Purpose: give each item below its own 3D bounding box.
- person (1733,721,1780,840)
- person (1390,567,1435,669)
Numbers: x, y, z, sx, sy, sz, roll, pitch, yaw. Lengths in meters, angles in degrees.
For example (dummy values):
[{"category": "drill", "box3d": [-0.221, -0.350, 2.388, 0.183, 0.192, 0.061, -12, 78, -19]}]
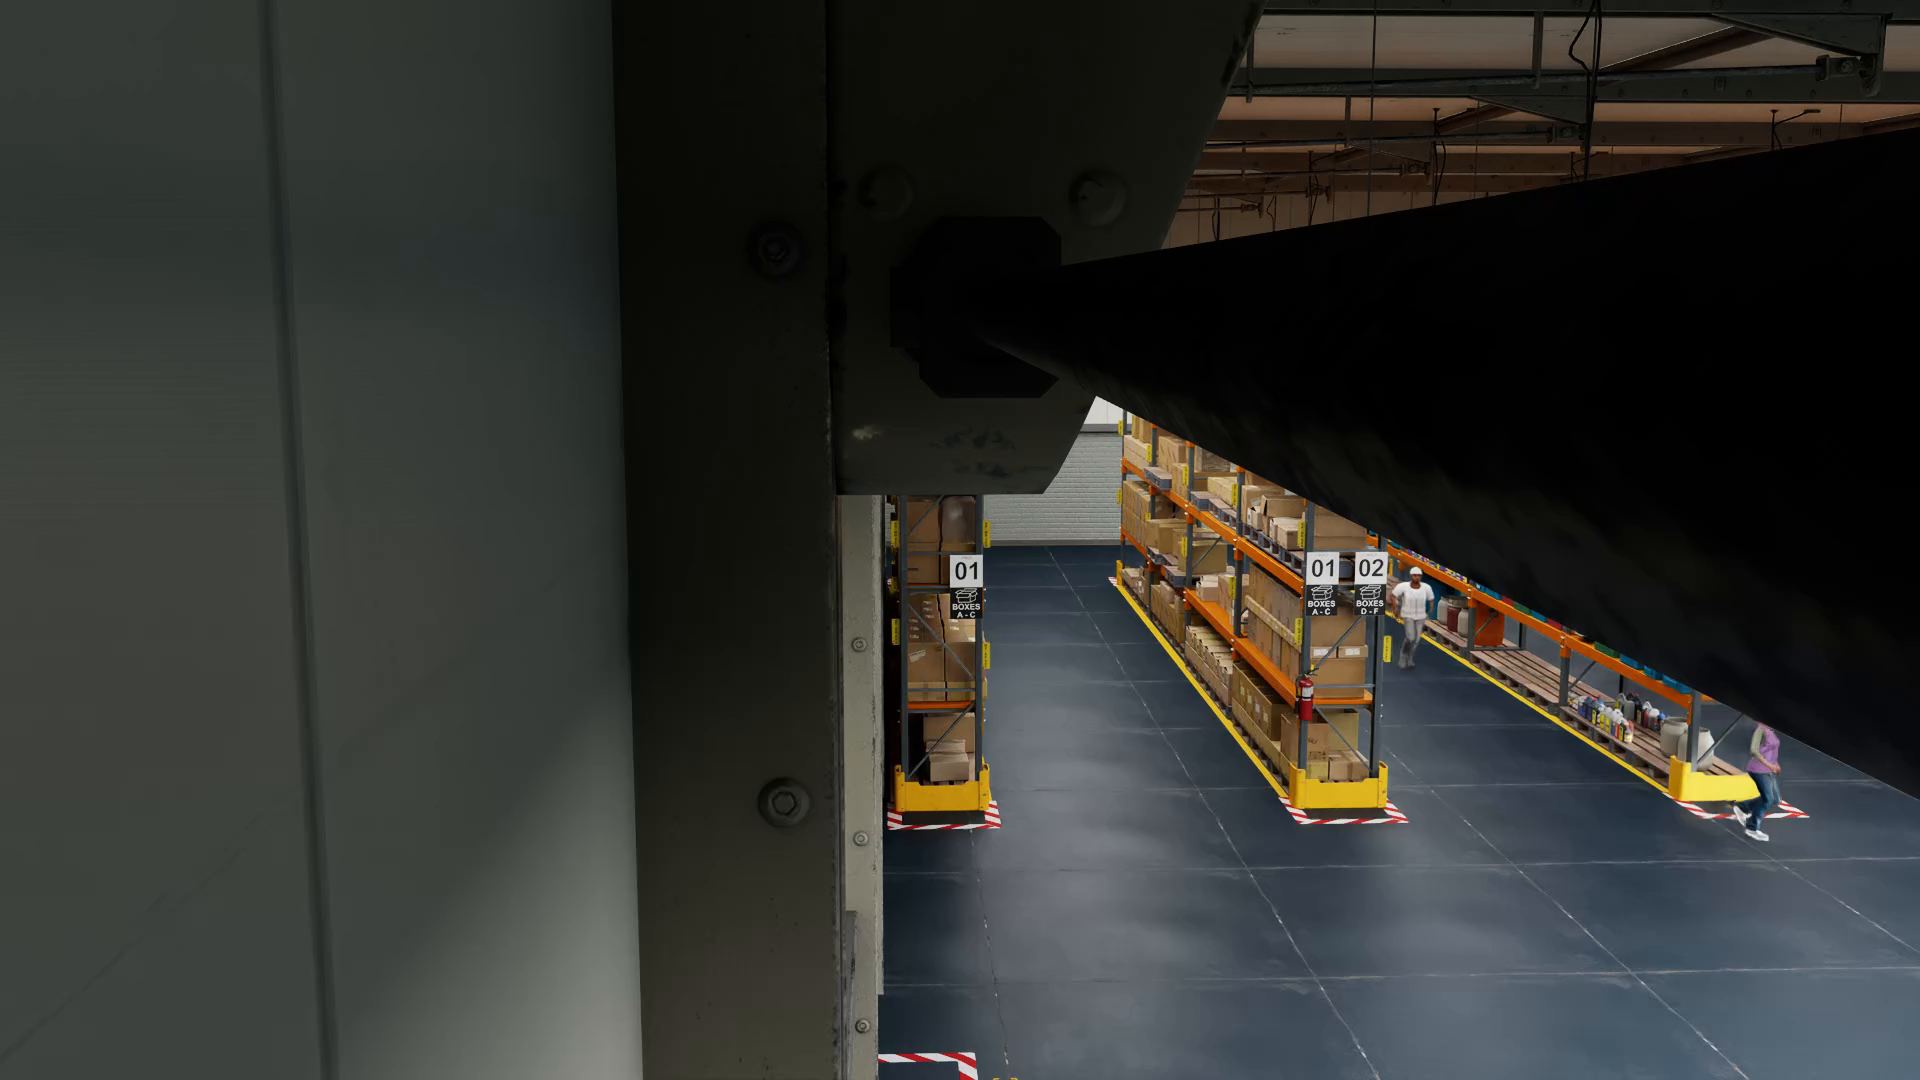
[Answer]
[{"category": "person", "box3d": [9.391, 2.712, 19.519, 0.512, 1.564, 0.602, 7, 11, 40]}, {"category": "person", "box3d": [7.692, 1.326, 28.133, 0.697, 1.753, 0.666, -1, 8, -4]}]
